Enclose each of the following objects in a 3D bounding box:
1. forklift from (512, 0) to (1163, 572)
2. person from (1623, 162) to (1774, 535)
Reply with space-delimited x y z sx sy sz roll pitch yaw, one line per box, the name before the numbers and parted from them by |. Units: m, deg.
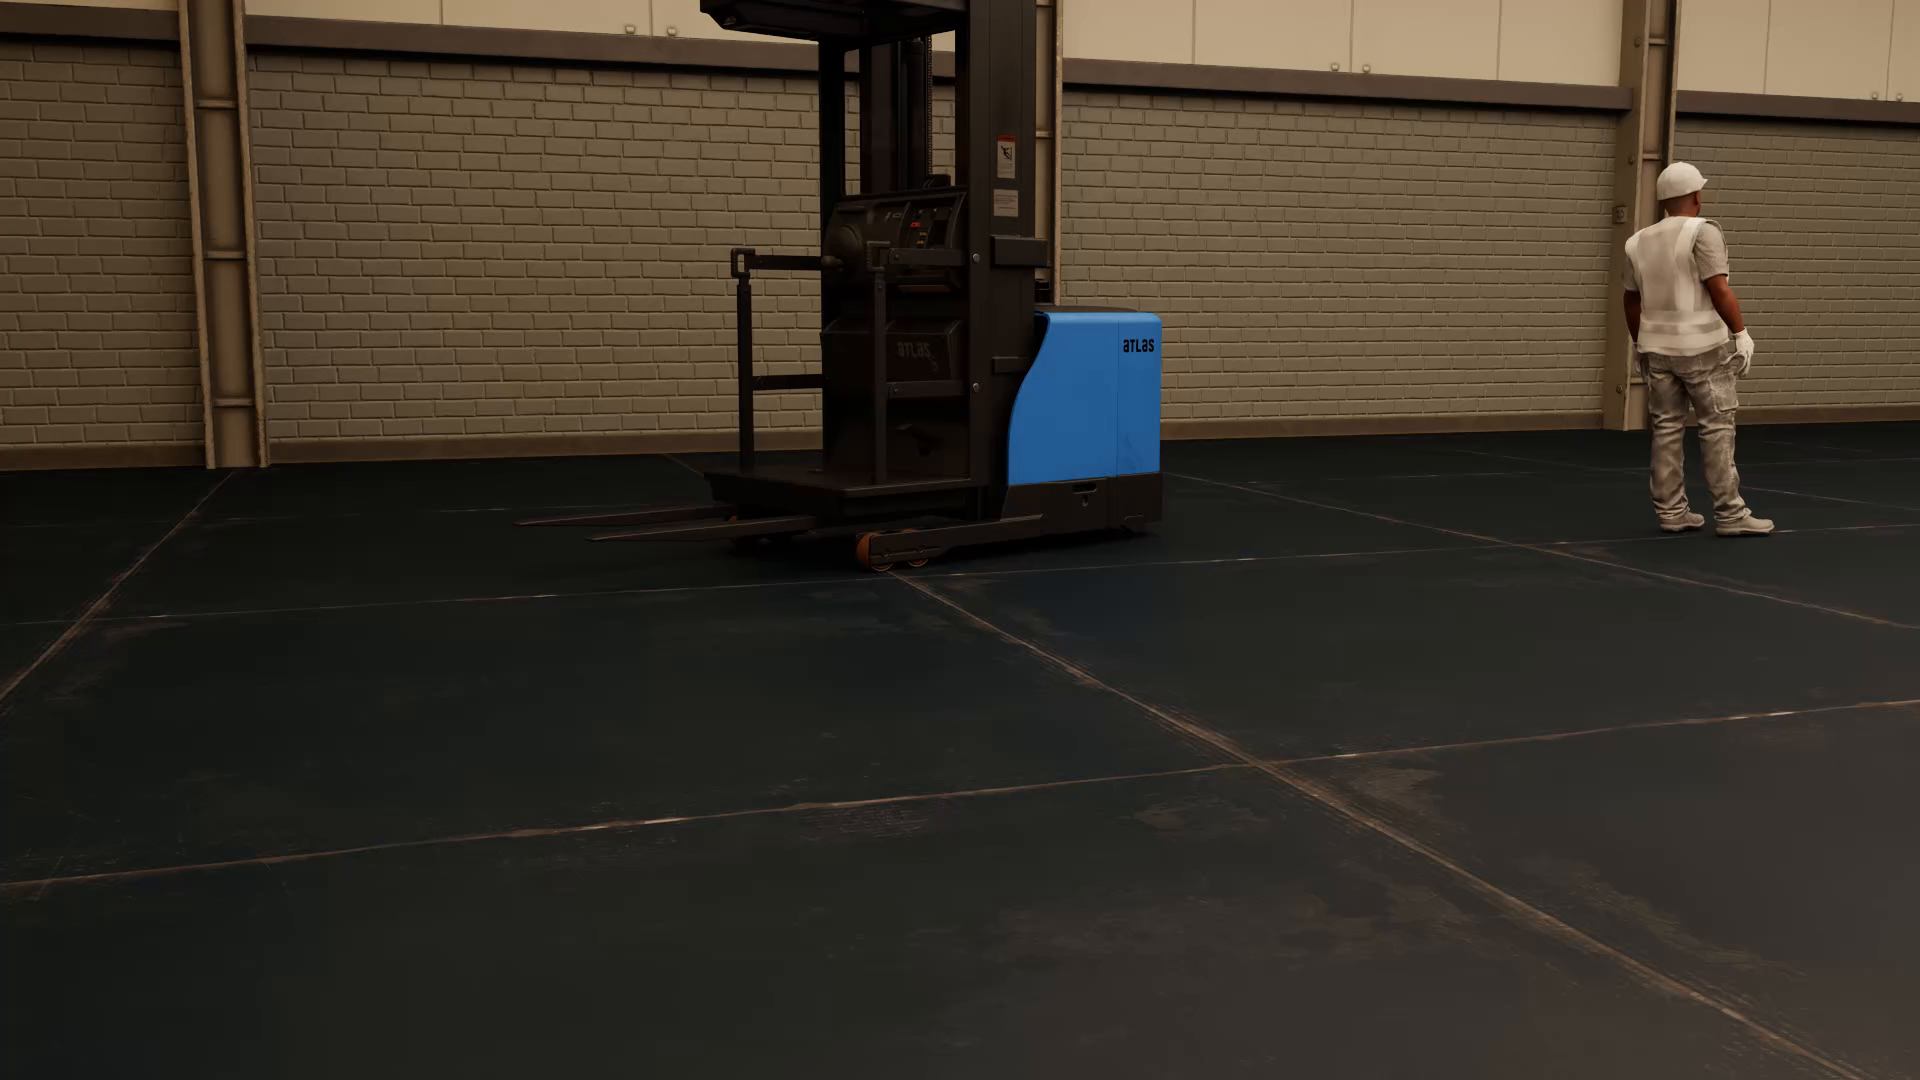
forklift | -0.461 -1.399 7.333 3.031 2.935 1.130 -7 10 -40
person | 3.592 -0.933 8.115 0.577 1.782 0.657 -4 9 -26
